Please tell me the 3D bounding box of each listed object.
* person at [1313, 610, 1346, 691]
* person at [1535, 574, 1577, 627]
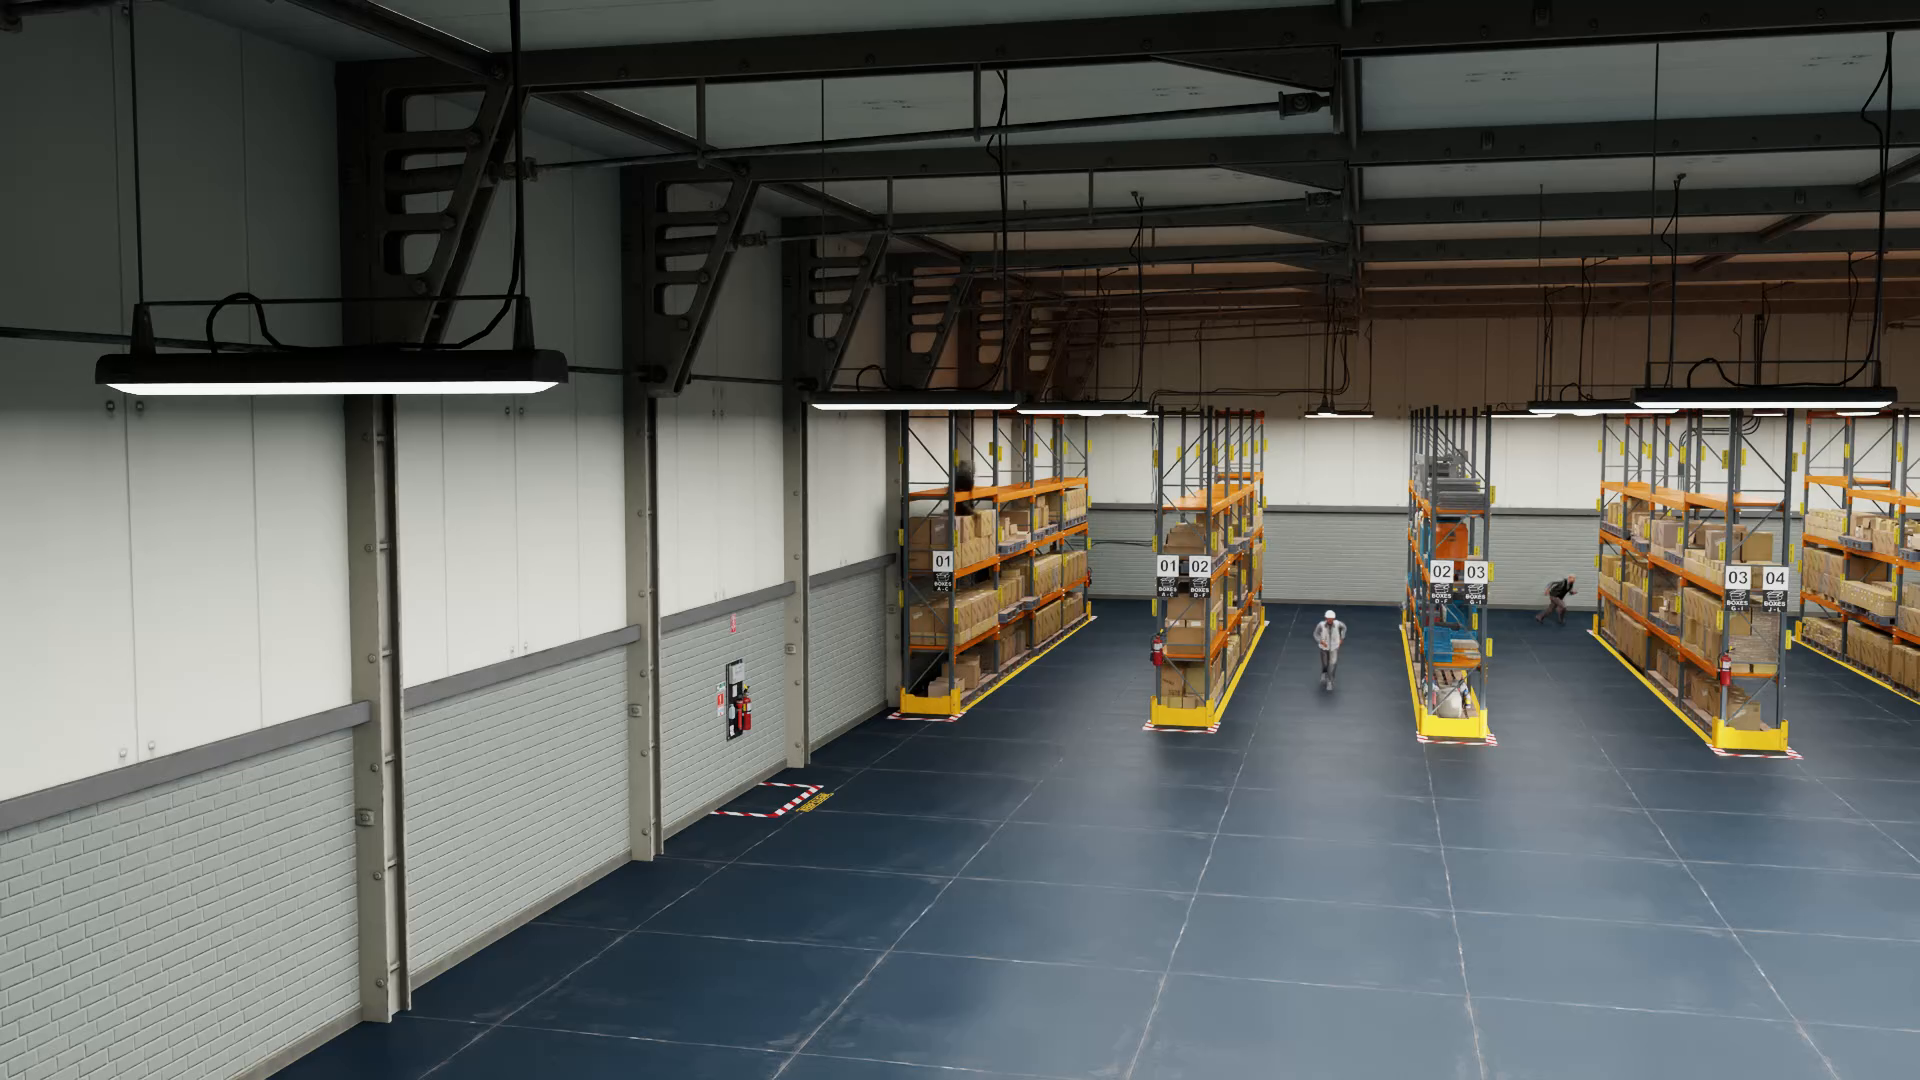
[{"bbox_3d":[7.912,2.333,35.672,0.698,1.733,1.032,0,4,3],"label":"person"},{"bbox_3d":[16.652,1.663,46.399,0.640,1.502,1.153,-4,6,-43],"label":"person"}]
